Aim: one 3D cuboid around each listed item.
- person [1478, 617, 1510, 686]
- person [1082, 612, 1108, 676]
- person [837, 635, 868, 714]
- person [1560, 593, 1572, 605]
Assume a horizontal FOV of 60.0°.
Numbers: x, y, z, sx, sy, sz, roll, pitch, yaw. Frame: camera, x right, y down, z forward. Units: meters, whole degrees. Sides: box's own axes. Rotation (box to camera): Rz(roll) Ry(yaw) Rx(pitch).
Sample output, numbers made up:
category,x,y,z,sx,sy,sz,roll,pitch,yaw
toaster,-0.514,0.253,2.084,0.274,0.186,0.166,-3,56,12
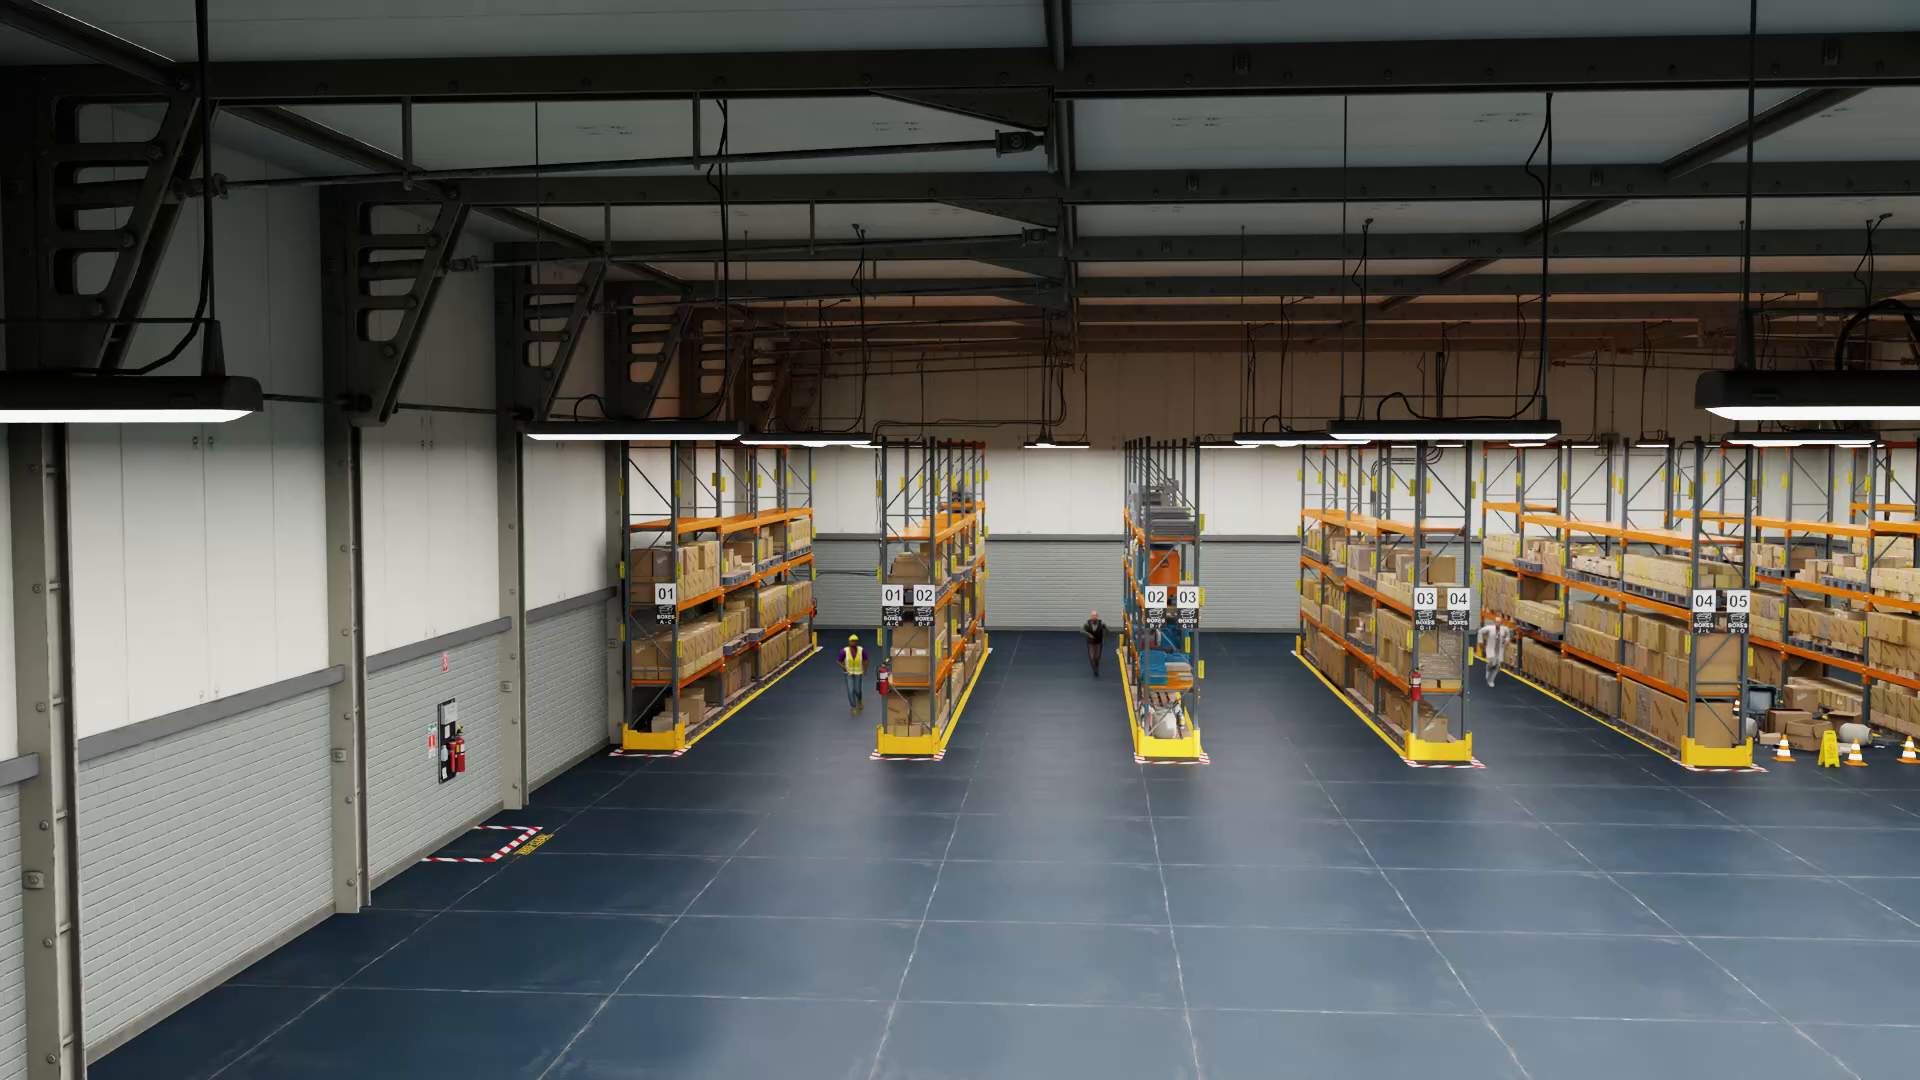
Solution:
category,x,y,z,sx,sy,sz,roll,pitch,yaw
person,12.991,2.719,40.370,0.693,1.702,0.773,0,3,-3
person,3.437,2.644,42.350,0.645,1.666,0.720,0,3,7
person,-2.329,2.926,36.148,0.683,1.732,0.612,0,3,-6
person,17.149,2.319,47.263,0.863,1.771,0.657,0,3,-4
